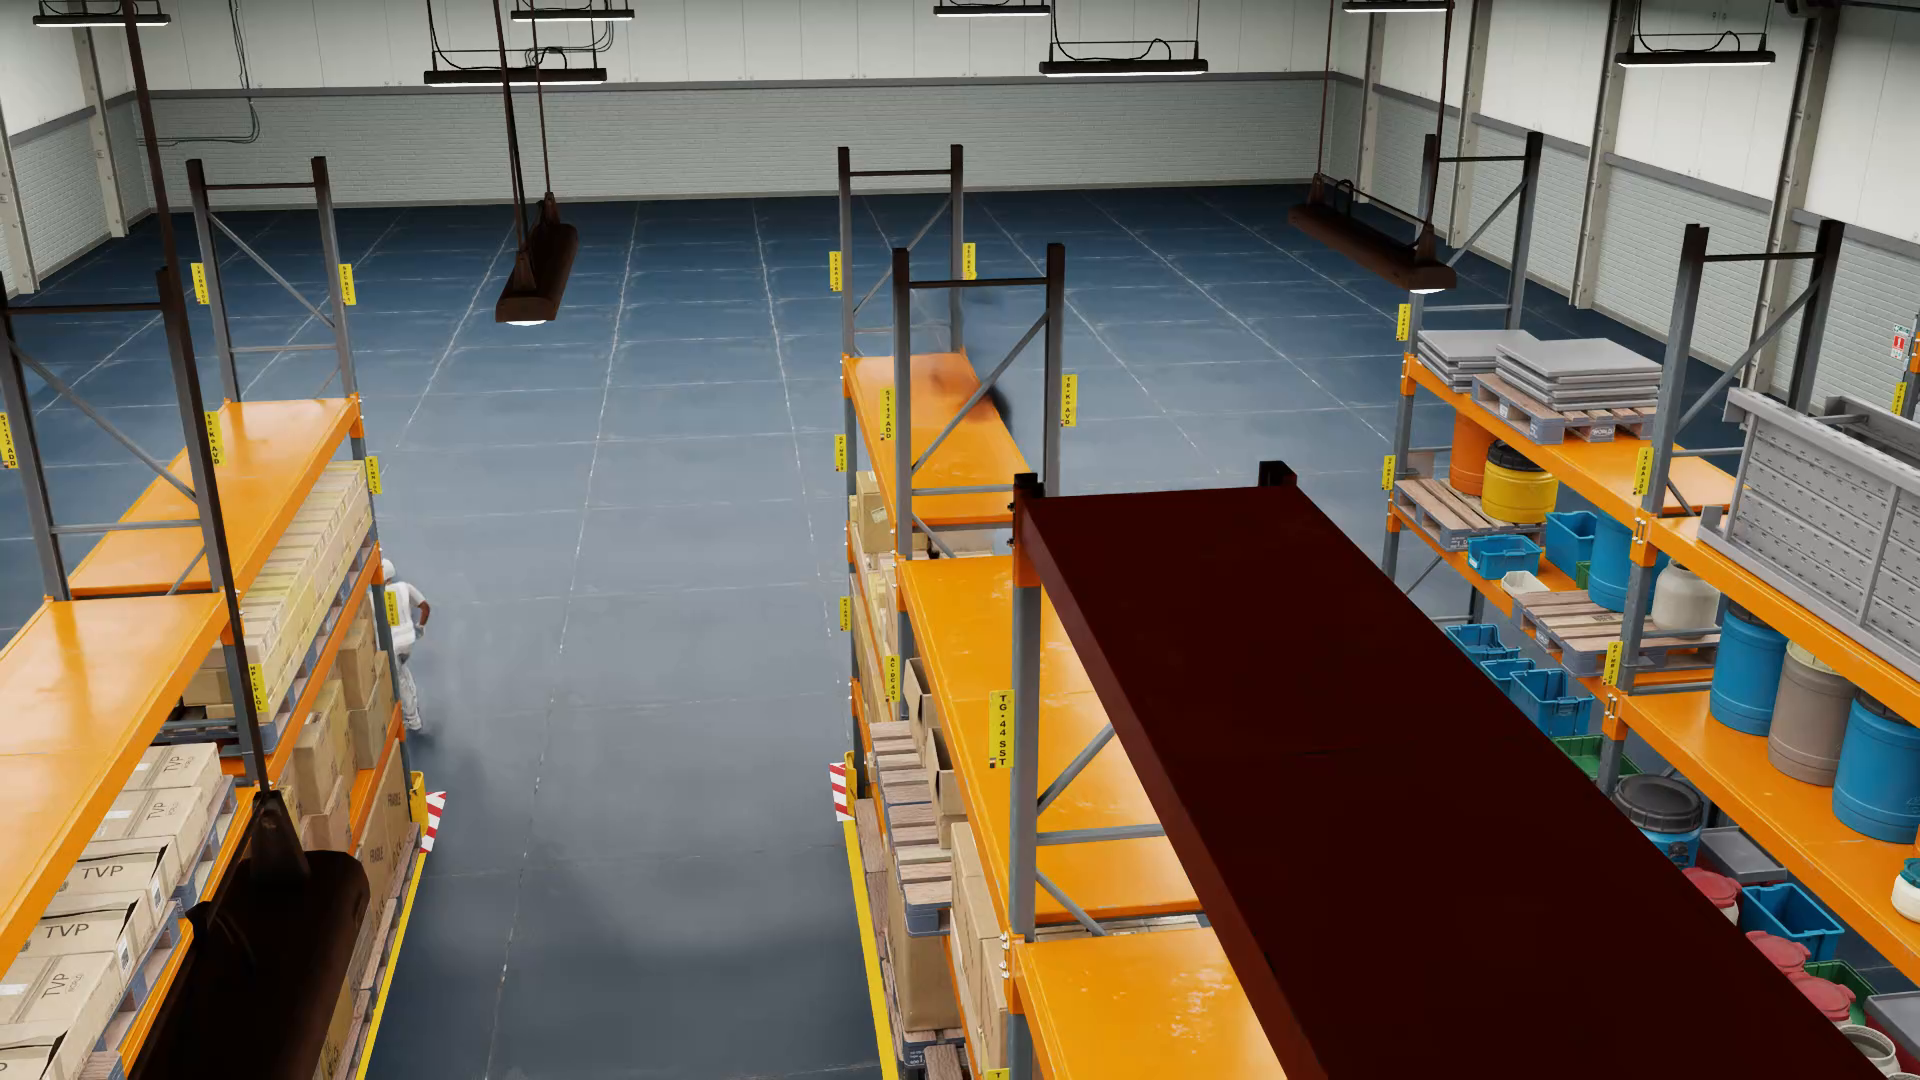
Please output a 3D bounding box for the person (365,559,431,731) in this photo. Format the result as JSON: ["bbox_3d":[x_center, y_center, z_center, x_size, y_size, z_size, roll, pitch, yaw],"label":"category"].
[{"bbox_3d":[-5.656,1.055,16.572,0.668,1.829,0.778,-20,29,-40],"label":"person"}]
